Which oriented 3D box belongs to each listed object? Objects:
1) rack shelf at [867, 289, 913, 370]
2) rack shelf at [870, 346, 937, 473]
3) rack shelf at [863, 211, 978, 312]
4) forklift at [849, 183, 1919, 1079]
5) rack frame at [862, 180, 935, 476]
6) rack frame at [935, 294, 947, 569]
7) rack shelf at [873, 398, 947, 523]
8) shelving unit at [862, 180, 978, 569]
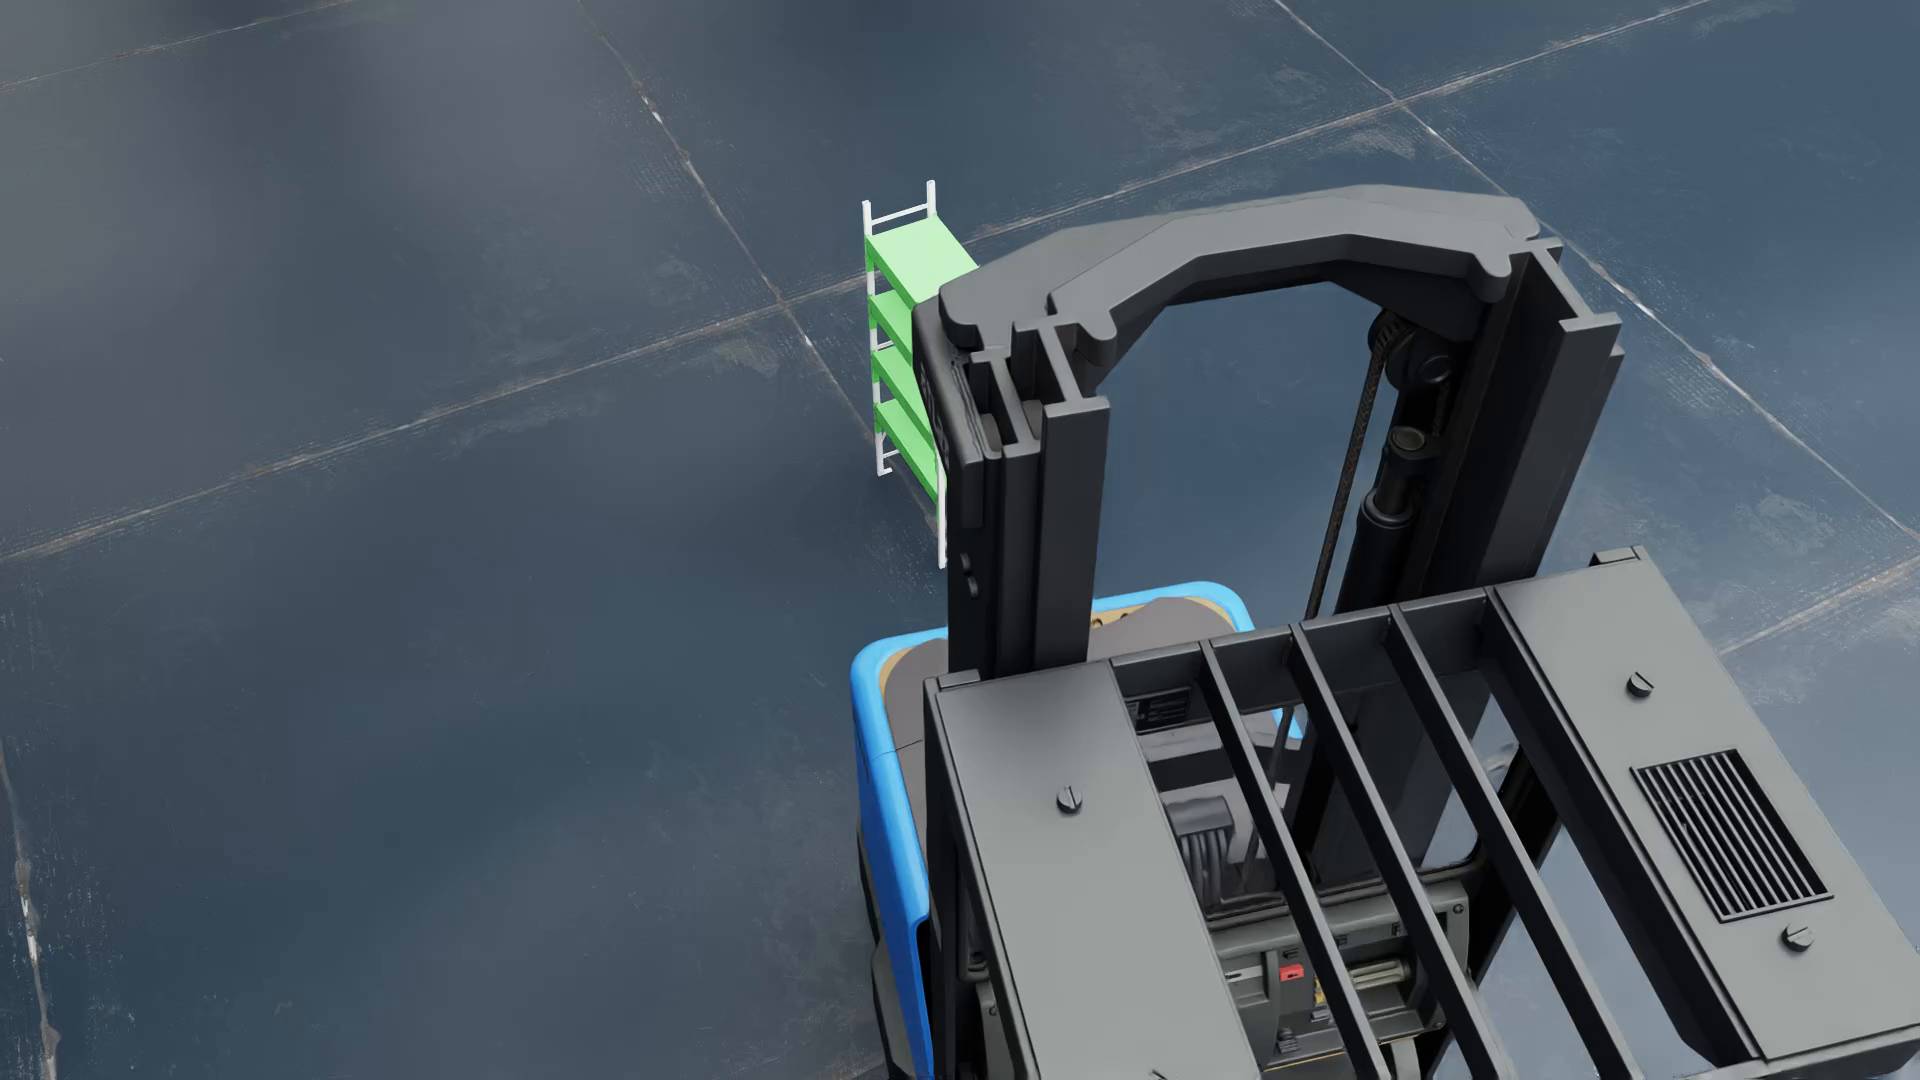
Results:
[{"bbox_3d":[-0.076,-0.622,5.263,0.258,0.148,0.480,-21,52,-18],"label":"rack shelf"},{"bbox_3d":[-0.076,-0.464,5.443,0.258,0.148,0.480,-21,52,-18],"label":"rack shelf"},{"bbox_3d":[-0.076,-0.780,5.082,0.258,0.148,0.480,-21,52,-18],"label":"rack shelf"},{"bbox_3d":[0.545,0.998,2.930,1.130,2.935,3.031,-10,50,-9],"label":"forklift"},{"bbox_3d":[-0.187,-0.669,5.538,0.240,1.200,0.015,-21,52,-18],"label":"rack frame"},{"bbox_3d":[0.036,-0.342,5.252,0.240,1.200,0.015,-21,52,-18],"label":"rack frame"},{"bbox_3d":[-0.076,-0.306,5.624,0.258,0.148,0.480,-21,52,-18],"label":"rack shelf"},{"bbox_3d":[-0.076,-0.506,5.395,0.258,1.200,0.503,-21,52,-18],"label":"shelving unit"}]
